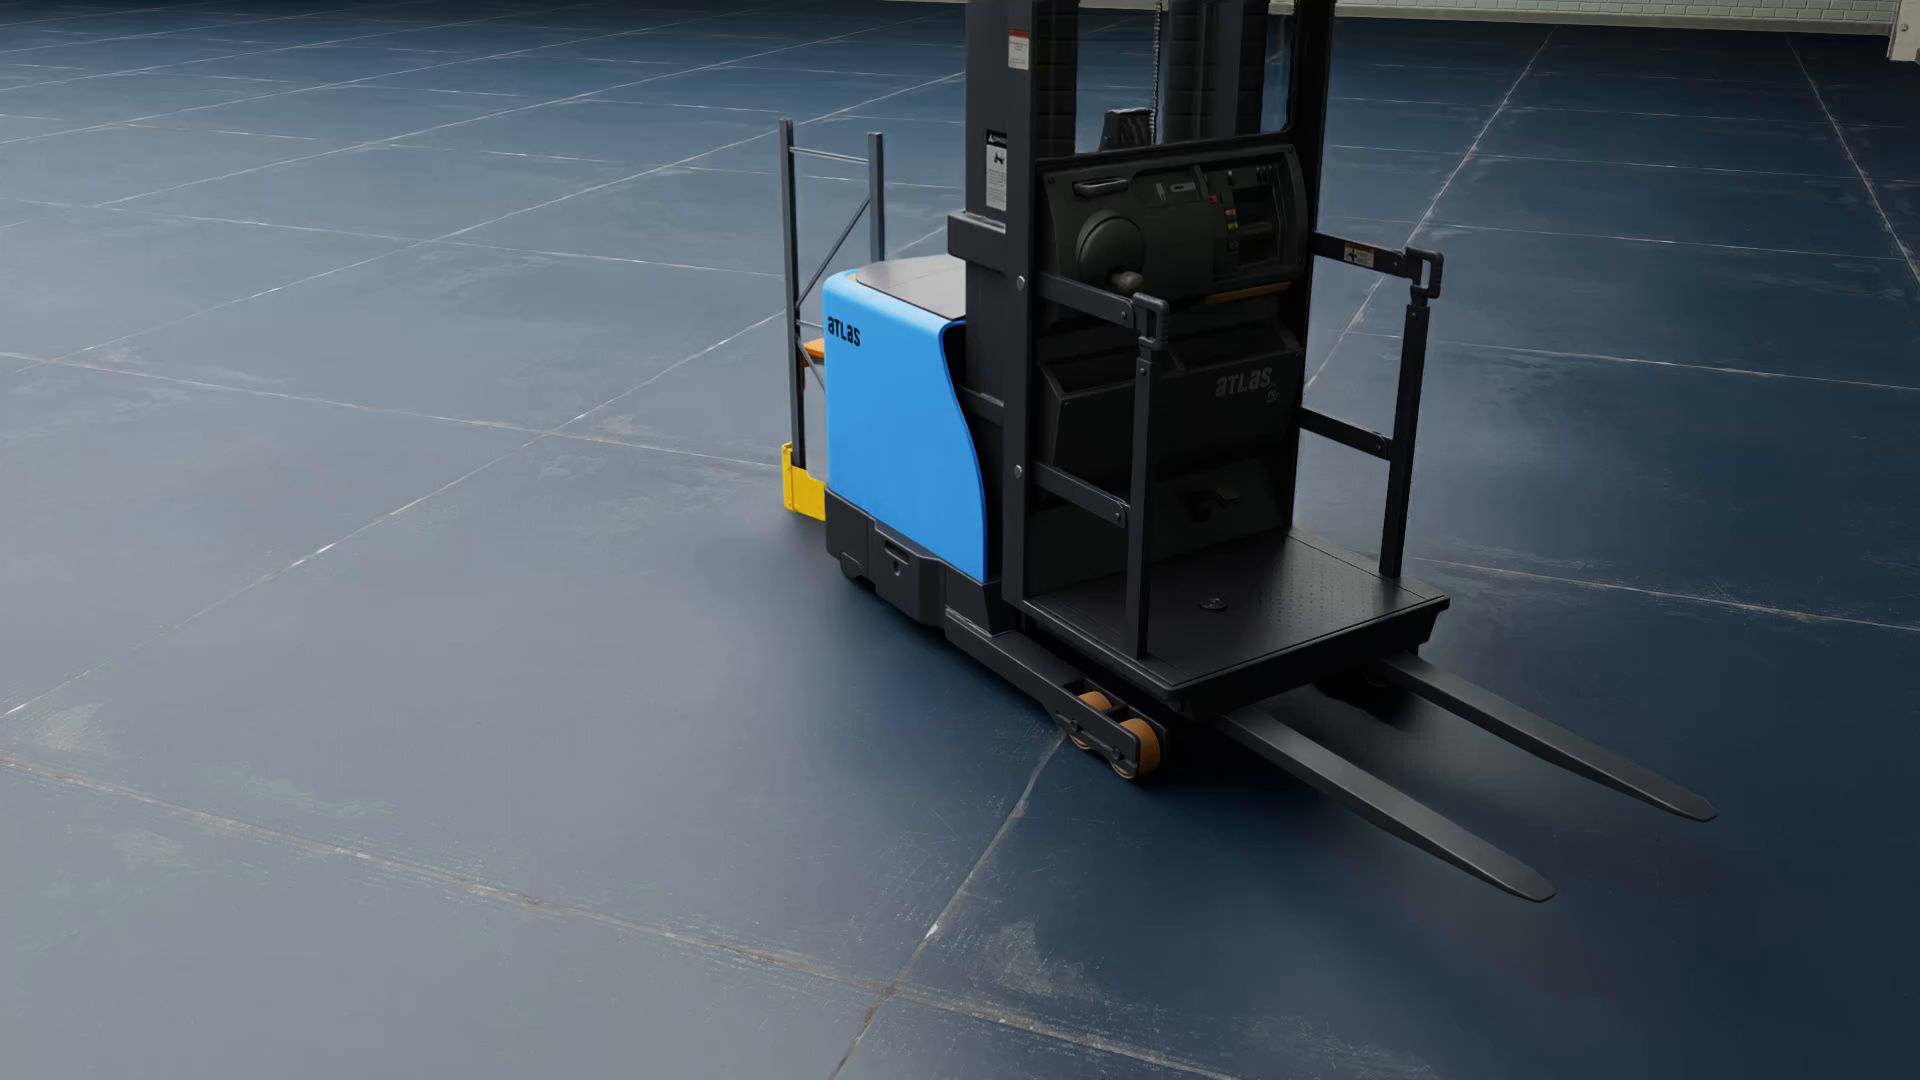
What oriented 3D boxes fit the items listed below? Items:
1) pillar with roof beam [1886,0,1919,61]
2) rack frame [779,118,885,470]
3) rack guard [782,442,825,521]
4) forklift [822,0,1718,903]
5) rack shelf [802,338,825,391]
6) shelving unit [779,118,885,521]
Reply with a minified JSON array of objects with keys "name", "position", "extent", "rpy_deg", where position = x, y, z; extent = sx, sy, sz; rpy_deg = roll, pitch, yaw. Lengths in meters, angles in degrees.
[{"name":"pillar with roof beam","position":[7.529,-10.655,20.084],"extent":[9.100,9.000,0.400],"rpy_deg":[9,24,20]},{"name":"rack frame","position":[-0.458,-0.762,6.128],"extent":[0.500,1.500,0.032],"rpy_deg":[19,29,38]},{"name":"rack guard","position":[-0.458,-0.185,6.370],"extent":[0.587,0.250,0.087],"rpy_deg":[19,29,38]},{"name":"forklift","position":[0.747,-0.893,4.586],"extent":[1.130,2.935,3.031],"rpy_deg":[-14,27,-30]},{"name":"rack shelf","position":[-0.116,-0.740,6.543],"extent":[0.538,0.185,1.000],"rpy_deg":[19,29,38]},{"name":"shelving unit","position":[-0.122,-0.904,6.468],"extent":[0.587,1.500,1.083],"rpy_deg":[19,29,38]}]
